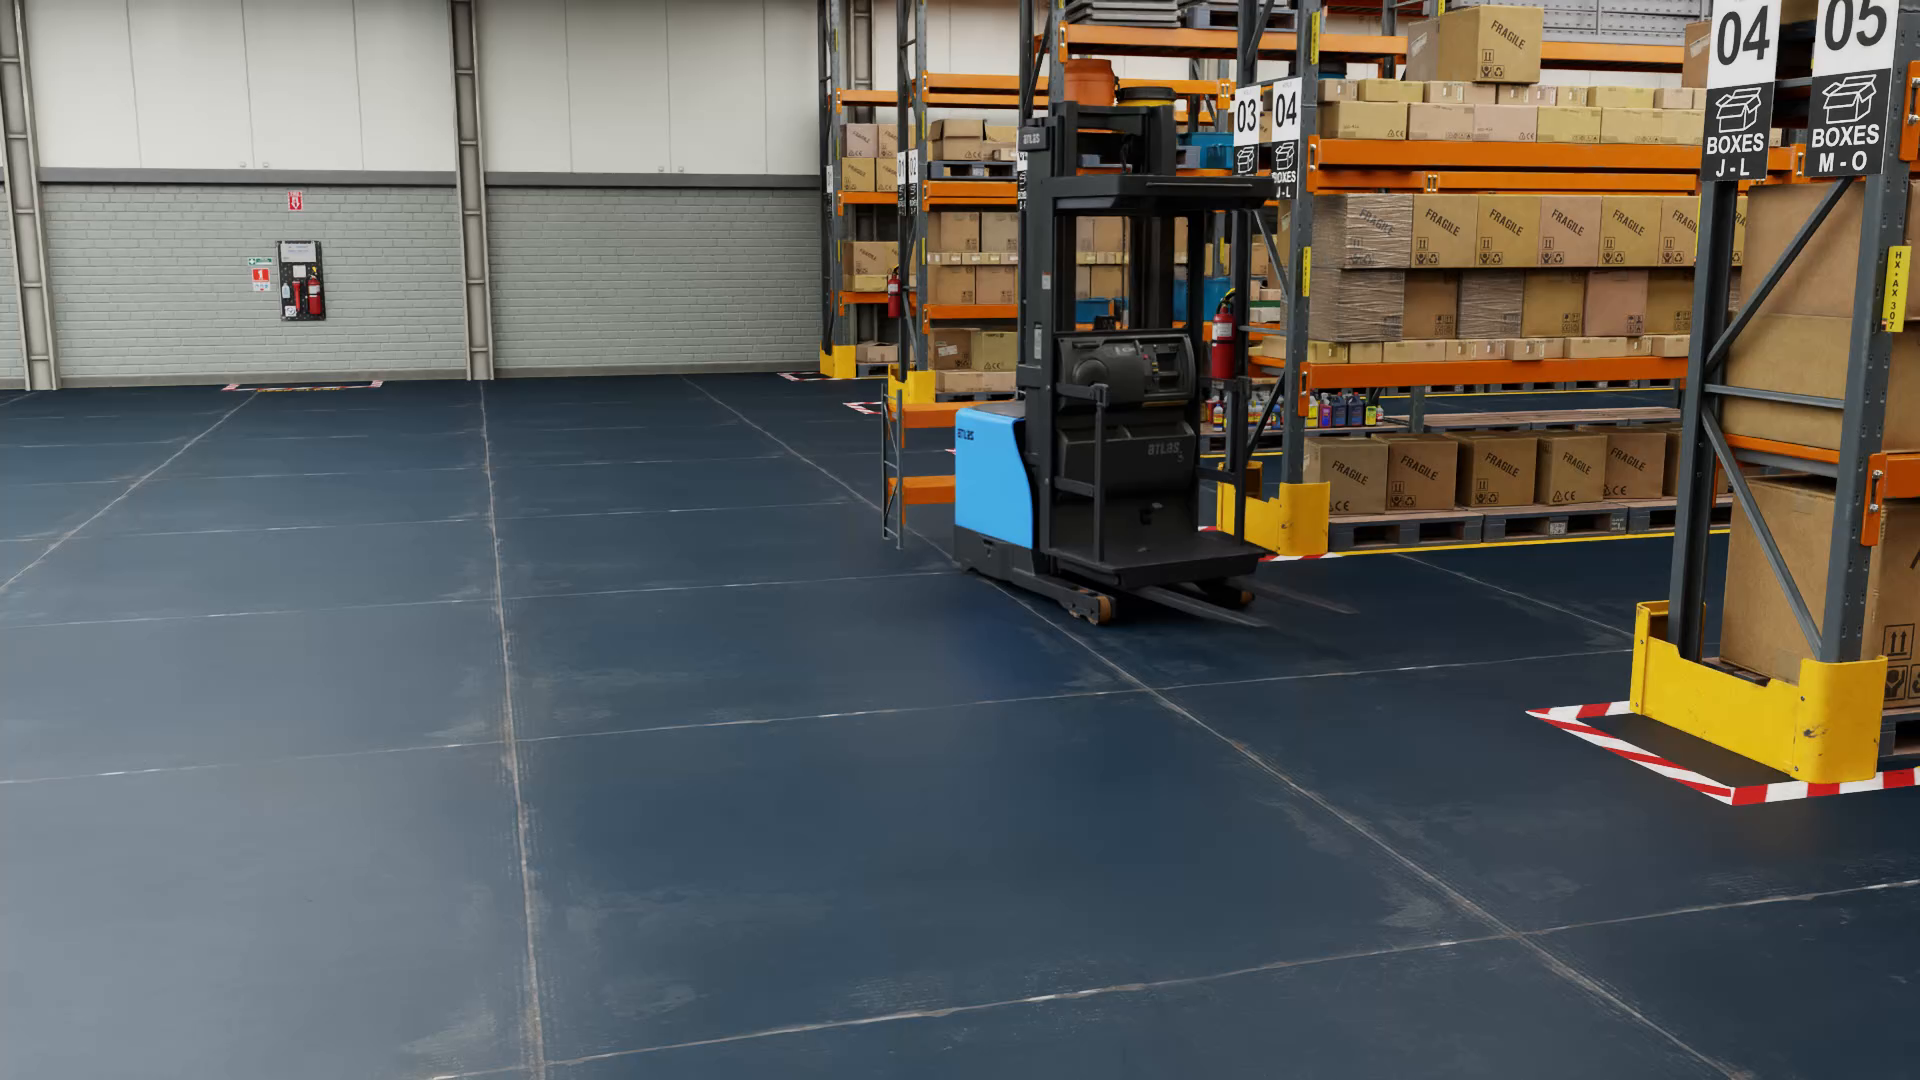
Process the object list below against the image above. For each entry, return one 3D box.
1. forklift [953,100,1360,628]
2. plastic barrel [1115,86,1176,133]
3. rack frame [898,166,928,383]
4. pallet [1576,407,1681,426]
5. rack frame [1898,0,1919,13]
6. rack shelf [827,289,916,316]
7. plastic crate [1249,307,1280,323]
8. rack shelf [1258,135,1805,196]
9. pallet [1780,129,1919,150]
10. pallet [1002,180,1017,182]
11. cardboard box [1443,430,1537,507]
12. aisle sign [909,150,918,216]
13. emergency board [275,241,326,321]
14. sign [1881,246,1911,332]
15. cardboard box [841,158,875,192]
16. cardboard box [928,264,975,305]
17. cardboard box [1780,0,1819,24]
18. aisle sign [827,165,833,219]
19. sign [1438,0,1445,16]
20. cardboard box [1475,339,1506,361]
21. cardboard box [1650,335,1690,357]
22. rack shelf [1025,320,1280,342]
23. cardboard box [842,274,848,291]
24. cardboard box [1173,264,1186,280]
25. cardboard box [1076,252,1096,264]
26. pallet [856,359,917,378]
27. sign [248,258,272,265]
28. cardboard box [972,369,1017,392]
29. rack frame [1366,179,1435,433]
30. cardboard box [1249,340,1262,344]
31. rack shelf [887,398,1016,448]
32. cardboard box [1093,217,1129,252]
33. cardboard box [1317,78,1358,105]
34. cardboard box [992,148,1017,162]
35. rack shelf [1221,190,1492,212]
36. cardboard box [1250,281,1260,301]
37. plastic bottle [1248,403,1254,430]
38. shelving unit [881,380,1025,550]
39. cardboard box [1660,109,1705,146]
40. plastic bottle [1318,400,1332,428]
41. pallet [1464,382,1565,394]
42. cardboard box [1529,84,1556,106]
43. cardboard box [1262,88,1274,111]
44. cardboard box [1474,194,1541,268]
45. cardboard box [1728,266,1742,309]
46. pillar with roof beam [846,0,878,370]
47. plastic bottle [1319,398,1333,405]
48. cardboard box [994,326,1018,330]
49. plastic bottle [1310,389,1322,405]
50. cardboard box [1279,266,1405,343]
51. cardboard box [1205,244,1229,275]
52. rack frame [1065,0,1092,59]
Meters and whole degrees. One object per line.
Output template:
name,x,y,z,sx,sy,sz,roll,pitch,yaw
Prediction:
forklift,1.095,-1.054,9.675,1.130,2.935,3.031,-6,12,-28
plastic barrel,1.841,-4.181,16.510,0.600,0.588,0.600,0,10,0
rack frame,-0.599,-3.188,21.081,0.127,3.000,1.000,-3,11,-16
pallet,7.708,-1.328,18.678,1.213,0.211,1.003,-3,11,-16
rack frame,3.455,-3.549,6.471,0.127,3.000,1.000,-3,11,-16
rack shelf,-0.067,-3.797,26.373,4.000,0.370,1.077,-3,11,-16
plastic crate,3.134,-2.274,16.841,0.437,0.136,0.530,-3,11,-16
rack shelf,4.086,-2.689,12.069,4.000,0.370,1.077,-3,11,-16
pallet,6.629,-3.064,12.640,1.003,0.211,1.213,-3,11,-16
pallet,1.260,-4.714,21.326,1.213,0.211,1.003,-3,11,-16
cardboard box,3.941,-0.537,12.421,0.500,0.500,0.500,-2,11,-11
aisle sign,-0.577,-4.410,20.539,0.004,0.787,0.394,-3,11,-16
emergency board,-9.701,-3.813,24.474,0.643,1.169,0.194,-3,11,-16
sign,3.605,-0.967,6.403,0.005,0.325,0.100,-3,11,-16
cardboard box,-1.596,-5.557,25.331,0.500,0.500,0.500,-3,11,-14
cardboard box,-0.147,-3.259,21.188,0.500,0.500,0.700,-3,11,-16
cardboard box,3.680,-2.282,7.130,0.250,0.149,0.380,-3,11,-16
aisle sign,-1.973,-5.272,25.219,0.004,0.787,0.394,-3,11,-16
sign,4.765,-5.281,16.456,0.005,0.325,0.100,-3,11,-16
cardboard box,3.705,-1.380,11.952,0.250,0.149,0.380,-3,11,-16
cardboard box,5.174,-1.438,12.266,0.250,0.149,0.380,-3,11,-16
rack shelf,2.702,-2.075,17.018,4.000,0.370,1.077,-3,11,-16
cardboard box,-1.593,-4.043,26.081,0.500,0.250,0.500,-3,11,-15
cardboard box,2.817,-3.417,22.044,0.500,0.500,0.700,-3,11,-17
cardboard box,1.566,-3.630,21.412,0.250,0.149,0.380,-3,11,-14
pallet,-1.125,-2.717,26.221,1.213,0.211,1.003,-3,11,-16
sign,-10.254,-4.080,24.362,0.331,0.109,0.001,-3,11,-16
cardboard box,0.457,-2.057,21.370,0.500,0.250,0.500,-3,11,-16
rack frame,4.622,-2.530,17.502,0.127,3.000,1.000,-3,11,-16
cardboard box,4.048,-2.619,22.872,0.500,0.311,0.500,-3,11,-14
rack shelf,0.006,-0.841,11.894,1.000,0.278,0.538,-3,11,-16
cardboard box,1.851,-4.004,21.649,0.500,0.500,0.700,-3,11,-16
cardboard box,2.495,-3.037,11.289,0.250,0.149,0.380,-3,11,-16
cardboard box,0.580,-4.844,20.939,0.250,0.149,0.380,-3,11,-16
rack shelf,5.162,-4.613,22.524,4.000,0.370,1.077,-3,11,-16
cardboard box,3.702,-3.350,22.371,0.500,0.250,0.500,-2,11,-12
plastic bottle,2.939,-1.257,16.908,0.097,0.271,0.097,0,10,0
shelving unit,0.006,-0.554,11.946,1.048,1.125,0.538,-3,11,-16
cardboard box,5.137,-2.977,12.062,0.500,0.250,0.500,-3,11,-15
plastic bottle,3.755,-1.302,17.122,0.133,0.283,0.061,-2,11,-12
pallet,7.809,-2.253,23.702,1.213,0.211,1.003,-3,11,-16
cardboard box,3.980,-3.118,11.727,0.250,0.149,0.380,-3,11,-17
cardboard box,2.345,-3.132,11.803,0.250,0.149,0.380,-3,11,-16
cardboard box,3.732,-2.183,11.763,0.500,0.500,0.500,-3,11,-16
cardboard box,5.557,-1.852,12.724,0.500,0.500,0.875,-3,11,-16
pillar with roof beam,-0.354,-6.437,22.159,0.400,9.000,9.100,-3,11,-16
plastic bottle,3.835,-1.339,17.340,0.135,0.276,0.152,-3,11,-16
cardboard box,0.868,-3.179,26.721,0.500,0.500,0.500,-4,11,-20
plastic bottle,3.771,-1.449,17.736,0.185,0.351,0.144,-3,11,-16
cardboard box,2.702,-1.685,11.815,0.500,0.500,0.875,-3,11,-16
cardboard box,4.055,-4.627,27.406,0.500,0.500,0.700,-3,11,-16
rack frame,1.853,-7.202,26.314,0.127,3.000,1.000,-3,11,-16
